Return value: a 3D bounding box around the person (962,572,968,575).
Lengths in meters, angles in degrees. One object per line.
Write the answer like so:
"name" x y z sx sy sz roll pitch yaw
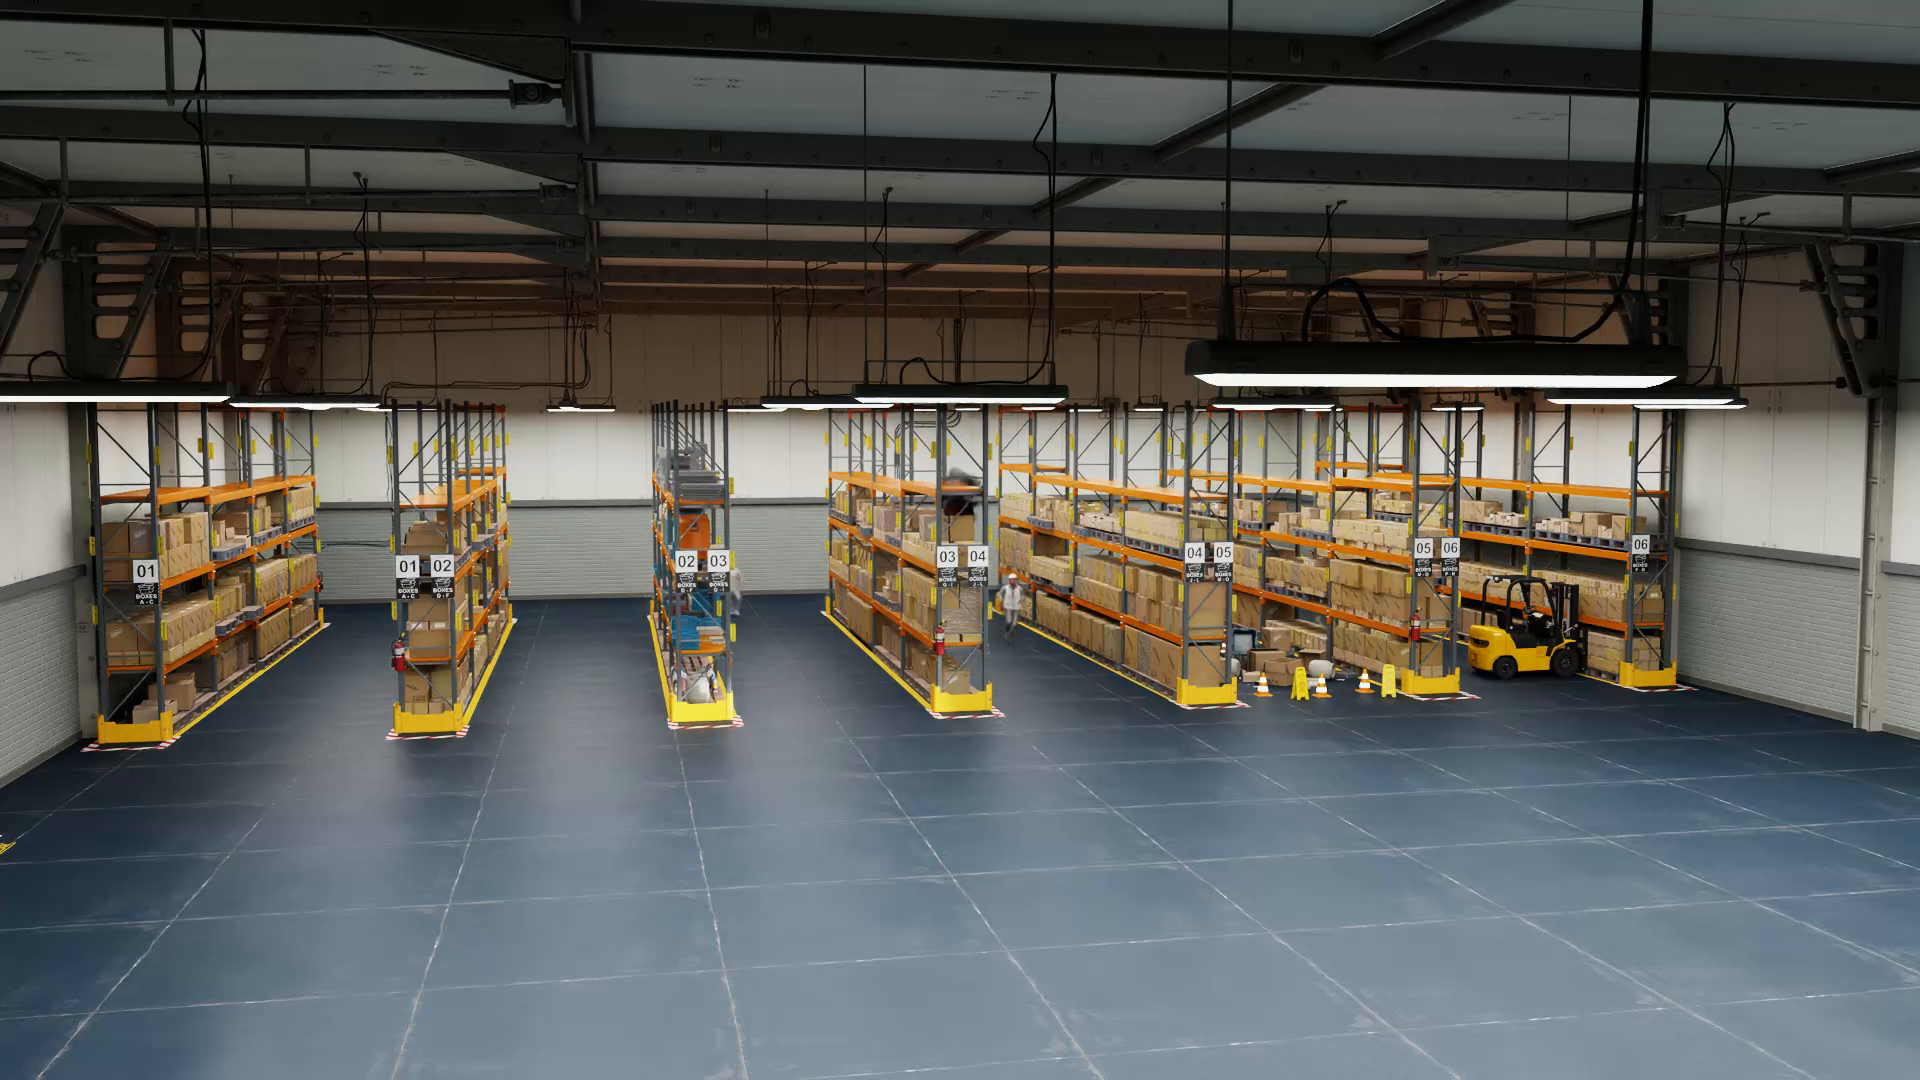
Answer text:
"person" -0.100 1.269 48.360 0.672 1.614 0.925 1 4 14

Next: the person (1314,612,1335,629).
"person" 9.340 1.557 42.502 0.682 1.672 0.799 -1 5 -17

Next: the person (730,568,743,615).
"person" -6.453 1.345 47.254 0.639 1.613 0.646 4 6 45

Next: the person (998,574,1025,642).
"person" 1.311 1.709 41.712 0.660 1.731 0.631 -1 4 -10
